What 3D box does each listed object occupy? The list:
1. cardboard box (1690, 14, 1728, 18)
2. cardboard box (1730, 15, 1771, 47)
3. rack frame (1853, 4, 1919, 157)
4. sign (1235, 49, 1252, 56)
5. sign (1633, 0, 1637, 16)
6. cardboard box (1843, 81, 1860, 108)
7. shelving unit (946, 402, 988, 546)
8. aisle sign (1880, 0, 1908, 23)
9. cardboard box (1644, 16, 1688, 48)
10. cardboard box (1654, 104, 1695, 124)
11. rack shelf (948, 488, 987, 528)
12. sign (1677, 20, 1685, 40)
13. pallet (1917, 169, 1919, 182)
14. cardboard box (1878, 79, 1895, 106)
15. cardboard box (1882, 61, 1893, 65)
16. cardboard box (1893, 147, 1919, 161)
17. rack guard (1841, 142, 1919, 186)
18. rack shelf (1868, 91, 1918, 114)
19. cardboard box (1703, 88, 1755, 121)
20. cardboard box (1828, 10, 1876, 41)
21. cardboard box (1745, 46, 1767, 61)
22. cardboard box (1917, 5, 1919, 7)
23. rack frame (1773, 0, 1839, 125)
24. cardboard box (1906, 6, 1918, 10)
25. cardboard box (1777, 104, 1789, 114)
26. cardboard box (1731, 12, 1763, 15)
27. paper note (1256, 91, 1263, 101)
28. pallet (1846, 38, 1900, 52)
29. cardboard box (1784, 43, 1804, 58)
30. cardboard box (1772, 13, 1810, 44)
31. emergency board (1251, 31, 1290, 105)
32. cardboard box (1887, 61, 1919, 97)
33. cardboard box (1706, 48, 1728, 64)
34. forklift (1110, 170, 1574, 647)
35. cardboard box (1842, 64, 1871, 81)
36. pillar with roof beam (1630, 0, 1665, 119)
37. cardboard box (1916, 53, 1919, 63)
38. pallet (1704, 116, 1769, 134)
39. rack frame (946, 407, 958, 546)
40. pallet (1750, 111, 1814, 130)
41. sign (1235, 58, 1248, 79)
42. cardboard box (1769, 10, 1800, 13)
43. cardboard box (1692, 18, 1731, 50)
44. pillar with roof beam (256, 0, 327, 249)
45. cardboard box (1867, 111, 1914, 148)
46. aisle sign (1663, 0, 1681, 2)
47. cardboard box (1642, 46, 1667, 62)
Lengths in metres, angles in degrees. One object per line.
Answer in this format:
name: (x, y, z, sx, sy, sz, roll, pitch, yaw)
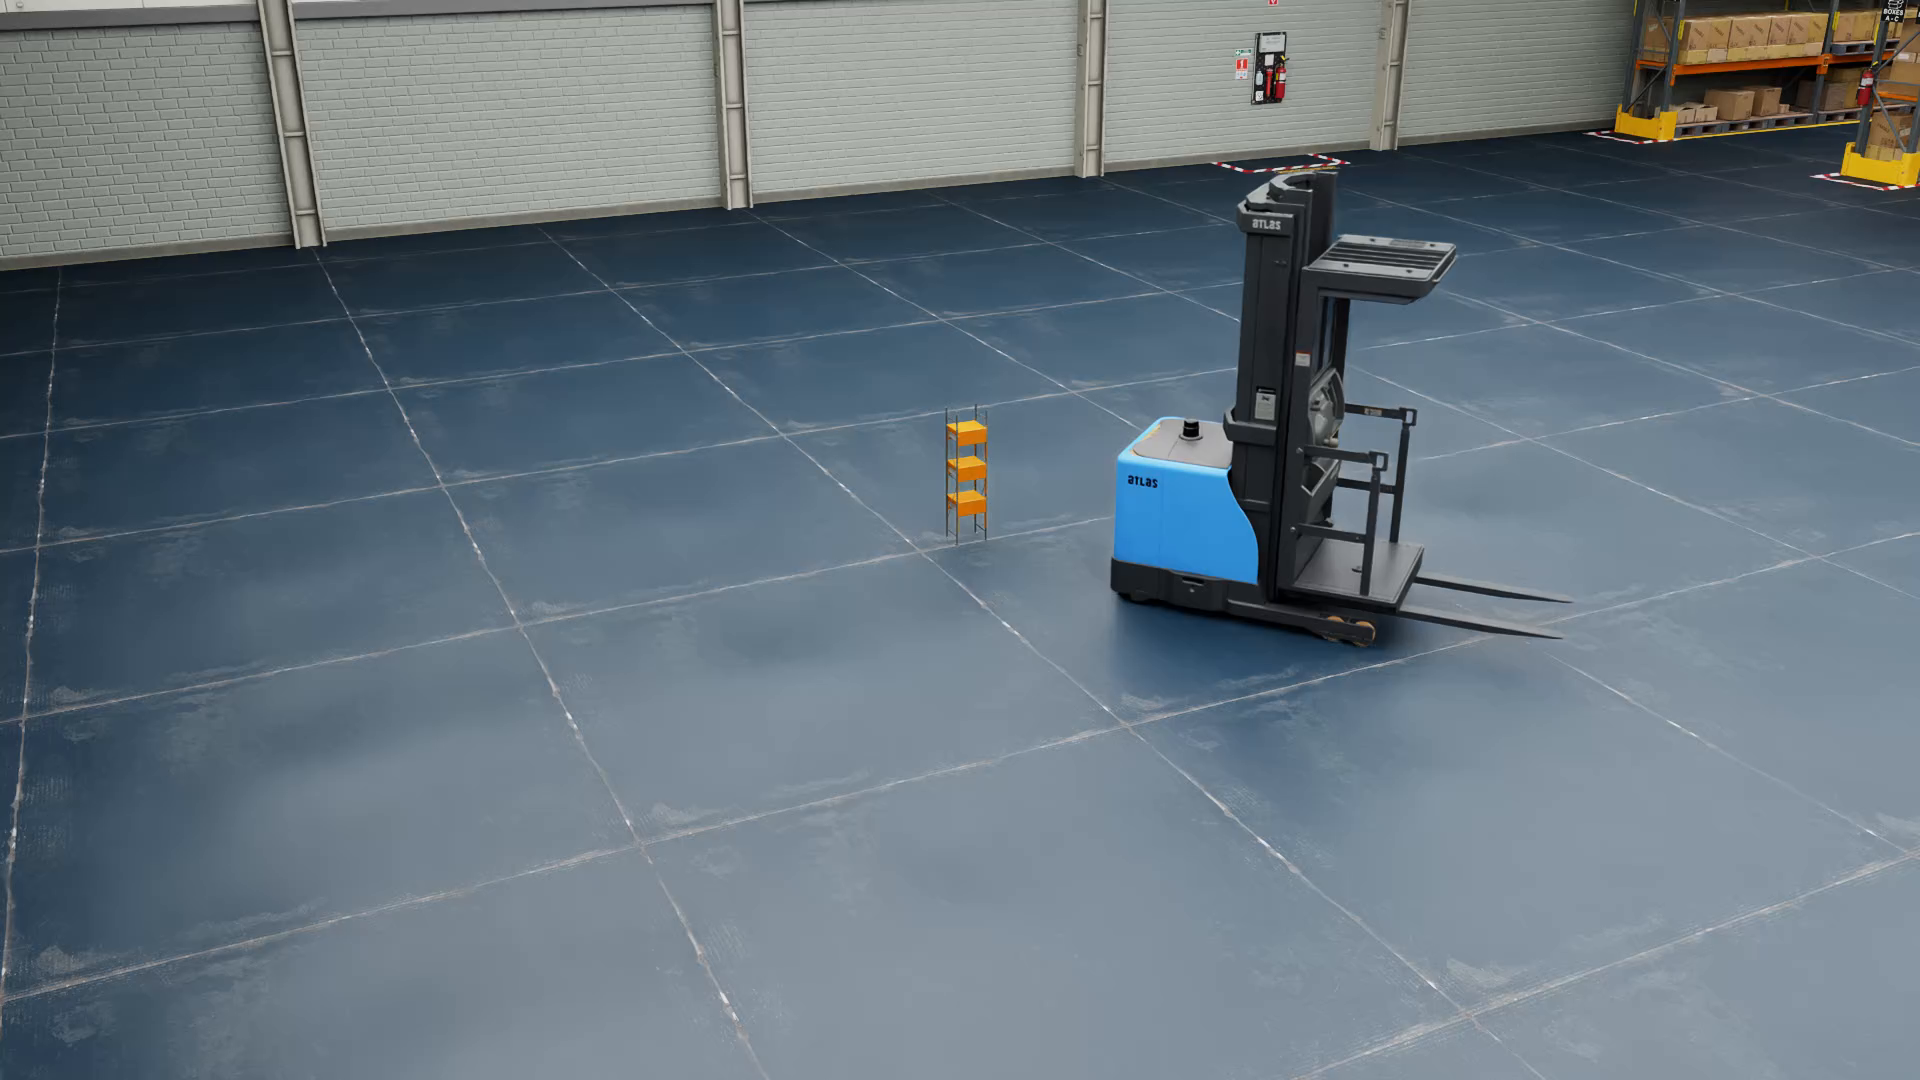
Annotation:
cardboard box: (13.909, -9.514, 31.001, 0.500, 0.500, 0.500, -11, 25, -25)
cardboard box: (14.593, -9.422, 30.780, 0.500, 0.500, 0.500, -10, 24, -22)
rack frame: (14.806, -7.202, 26.227, 0.127, 3.000, 1.000, -10, 25, -24)
sign: (4.726, -8.134, 27.738, 0.331, 0.109, 0.001, -10, 25, -24)
sign: (12.432, -9.784, 30.537, 0.005, 0.325, 0.100, -10, 25, -24)
cardboard box: (17.359, -8.851, 32.904, 0.500, 0.500, 0.700, -11, 25, -25)
shelving unit: (0.048, -0.494, 12.571, 0.252, 1.050, 0.215, -10, 25, -24)
aisle sign: (14.620, -8.493, 25.948, 0.004, 0.787, 0.394, -10, 25, -24)
cardboard box: (12.987, -9.346, 30.597, 0.500, 0.500, 0.500, -11, 25, -24)
cardboard box: (13.317, -7.953, 30.982, 0.500, 0.311, 0.500, -14, 26, -30)
rack shelf: (0.048, -0.227, 12.681, 0.240, 0.259, 0.215, -10, 25, -24)
sign: (12.890, -9.121, 29.732, 0.005, 0.325, 0.100, -10, 25, -24)
pallet: (15.477, -6.055, 27.101, 1.213, 0.211, 1.003, -10, 25, -24)
cardboard box: (18.287, -9.009, 33.285, 0.500, 0.500, 0.700, -11, 25, -24)
cardboard box: (18.696, -9.420, 33.297, 0.500, 0.250, 0.500, -10, 24, -23)
cardboard box: (15.386, -6.138, 26.702, 0.500, 0.250, 0.500, -10, 25, -24)
rack guard: (14.785, -6.043, 26.695, 0.348, 0.500, 1.175, -10, 25, -24)
rack shelf: (16.609, -7.201, 27.166, 4.000, 0.370, 1.077, -10, 25, -24)
cardboard box: (14.514, -8.240, 31.426, 0.500, 0.500, 0.700, -12, 25, -27)
cardboard box: (17.239, -9.984, 32.242, 0.500, 0.500, 0.700, -8, 24, -18)
cardboard box: (14.612, -9.077, 30.925, 0.500, 0.250, 0.500, -10, 25, -23)
cardboard box: (19.282, -10.659, 33.023, 0.250, 0.149, 0.380, -15, 27, -32)
rack frame: (16.259, -9.572, 31.952, 0.127, 3.000, 1.000, -10, 25, -24)
cardboard box: (18.952, -10.302, 33.009, 0.500, 0.500, 0.700, -13, 26, -29)
cardboard box: (15.790, -8.367, 32.171, 0.250, 0.166, 0.380, -14, 26, -30)
cardboard box: (14.826, -9.687, 31.420, 0.500, 0.500, 0.500, -10, 24, -22)
paper note: (5.071, -7.518, 28.142, 0.142, 0.148, 0.016, -10, 25, -24)
pallet: (18.097, -9.804, 32.764, 1.213, 0.211, 1.003, -10, 25, -24)
cardboard box: (15.511, -9.249, 31.342, 0.500, 0.250, 0.500, -10, 25, -23)
cardboard box: (15.520, -9.589, 31.182, 0.500, 0.500, 0.500, -11, 25, -24)
emergency board: (5.261, -7.931, 27.987, 0.643, 1.169, 0.194, -10, 25, -24)
cardboard box: (15.233, -7.321, 26.384, 0.500, 0.500, 0.700, -10, 25, -24)
cardboard box: (13.694, -8.911, 30.525, 0.500, 0.250, 0.500, -11, 25, -25)
forklift: (2.624, -0.877, 11.036, 3.031, 2.935, 1.130, 10, 24, 23)
cardboard box: (17.777, -9.256, 32.902, 0.500, 0.250, 0.500, -11, 25, -25)
pillar with roof beam: (14.777, -10.611, 26.618, 0.400, 9.000, 9.100, -10, 25, -24)
cardboard box: (15.253, -7.539, 26.061, 0.250, 0.149, 0.380, -11, 25, -24)
pallet: (14.568, -7.956, 31.694, 1.213, 0.211, 1.003, -10, 25, -24)
rack frame: (-0.062, -0.474, 12.522, 0.008, 1.050, 0.200, -10, 25, -24)
pallet: (15.669, -8.160, 32.187, 1.213, 0.211, 1.003, -10, 25, -24)
sign: (4.718, -7.891, 27.844, 0.234, 0.329, 0.001, -10, 25, -24)
cardboard box: (15.745, -9.852, 31.819, 0.500, 0.500, 0.500, -11, 25, -25)
cardboard box: (13.665, -9.249, 30.362, 0.500, 0.500, 0.500, -10, 25, -23)
pillar with roof beam: (-6.848, -6.630, 17.001, 0.400, 9.000, 9.100, -10, 25, -24)
cardboard box: (15.161, -6.663, 26.991, 0.500, 0.500, 0.500, -10, 25, -24)
aisle sign: (12.720, -9.994, 29.573, 0.004, 0.787, 0.394, -10, 25, -24)
cardboard box: (12.992, -8.993, 30.723, 0.500, 0.250, 0.500, -10, 25, -23)
